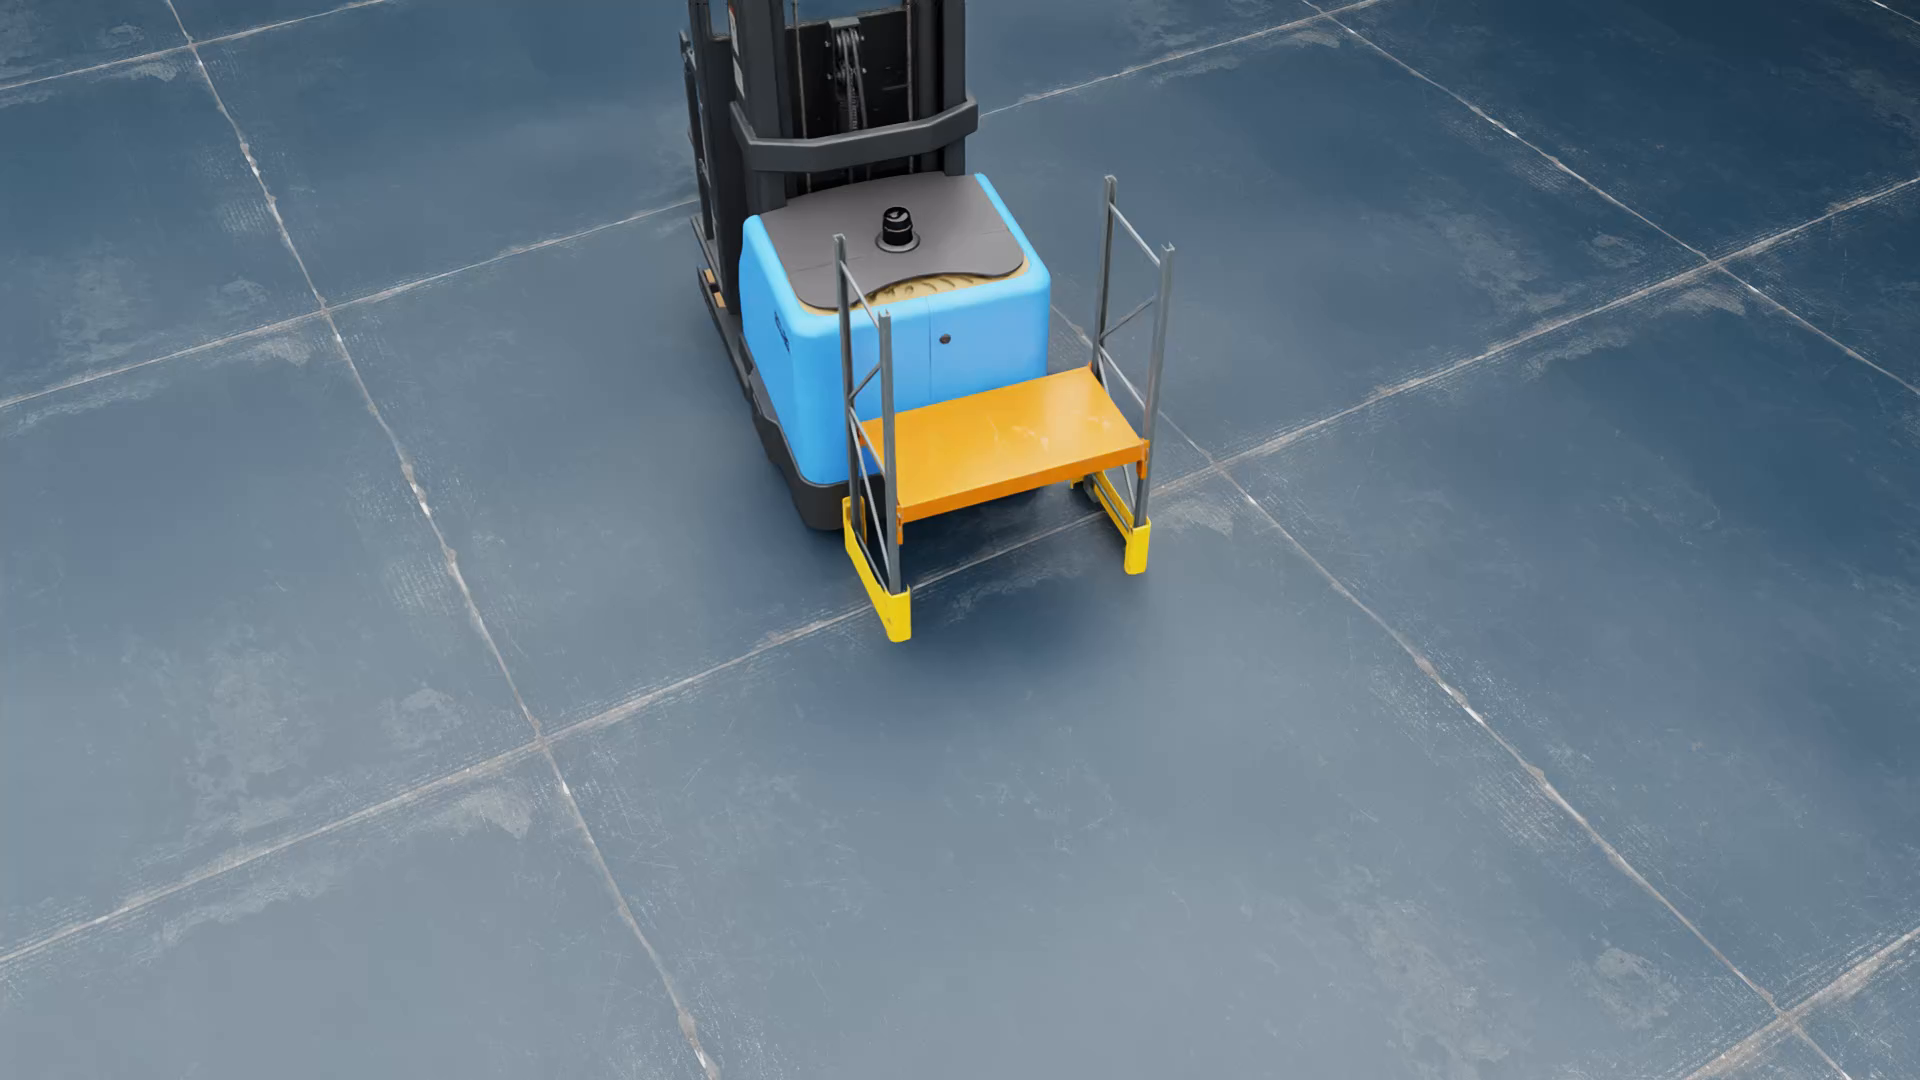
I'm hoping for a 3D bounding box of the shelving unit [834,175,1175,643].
[{"bbox_3d":[0.138,-0.468,6.156,1.083,1.500,0.587,-15,46,-15],"label":"shelving unit"}]

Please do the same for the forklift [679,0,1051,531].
[{"bbox_3d":[-0.602,-2.133,6.843,1.130,2.935,3.031,-14,46,-14],"label":"forklift"}]

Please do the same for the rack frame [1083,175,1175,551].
[{"bbox_3d":[0.620,-0.600,6.291,0.032,1.500,0.500,-15,46,-15],"label":"rack frame"}]

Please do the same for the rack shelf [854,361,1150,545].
[{"bbox_3d":[0.147,-0.342,6.283,1.000,0.185,0.538,-15,46,-15],"label":"rack shelf"}]

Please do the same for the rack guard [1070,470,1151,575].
[{"bbox_3d":[0.602,-0.146,6.721,0.087,0.250,0.587,-15,46,-15],"label":"rack guard"}]

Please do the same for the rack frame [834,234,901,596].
[{"bbox_3d":[-0.327,-0.342,6.025,0.032,1.500,0.500,-15,46,-15],"label":"rack frame"}]

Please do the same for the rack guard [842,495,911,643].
[{"bbox_3d":[-0.325,0.107,6.461,0.087,0.250,0.587,-15,46,-15],"label":"rack guard"}]
